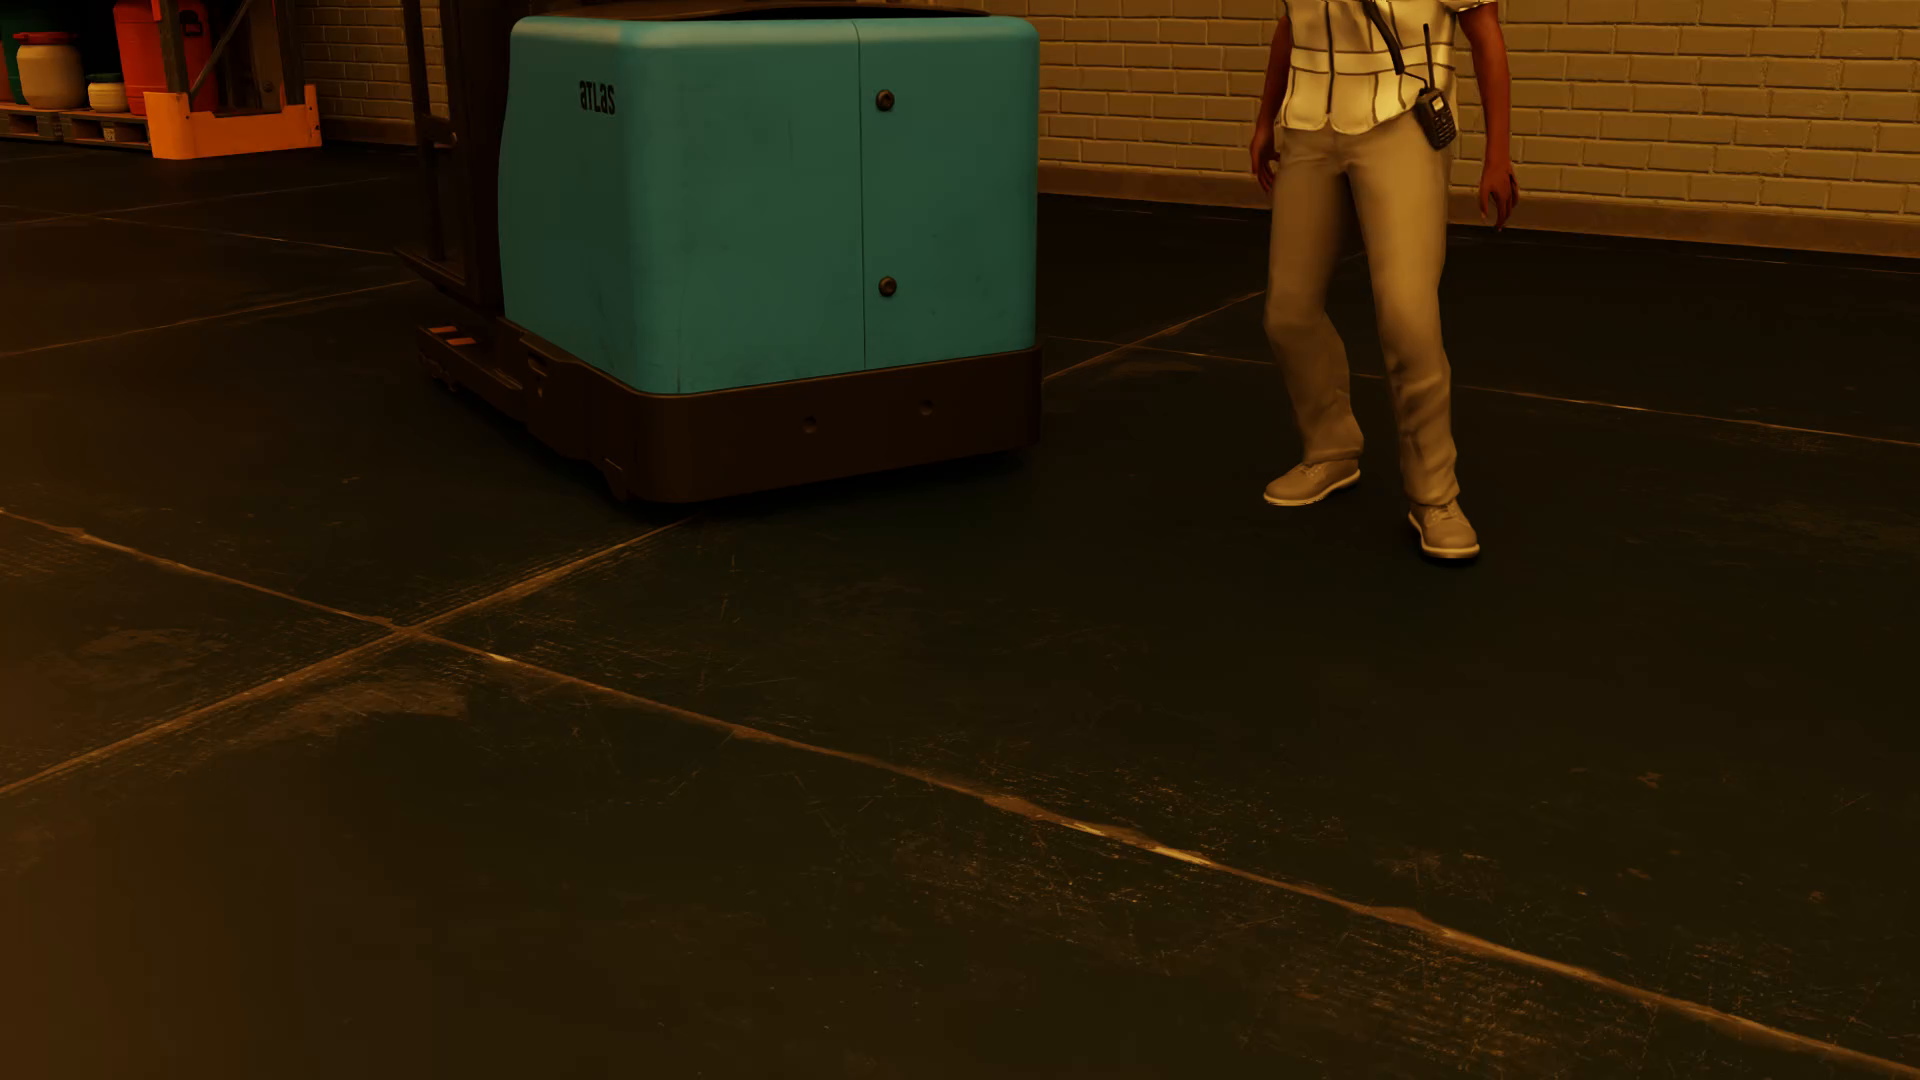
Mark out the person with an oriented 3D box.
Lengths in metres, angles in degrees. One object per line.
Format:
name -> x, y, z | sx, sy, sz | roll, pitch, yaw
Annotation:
person -> 0.884, -0.828, 3.551 | 0.411, 1.632, 0.798 | -15, 24, -38

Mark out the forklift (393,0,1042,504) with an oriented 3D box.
forklift -> -0.995, -1.889, 4.623 | 1.130, 2.935, 3.031 | -11, 22, -29
